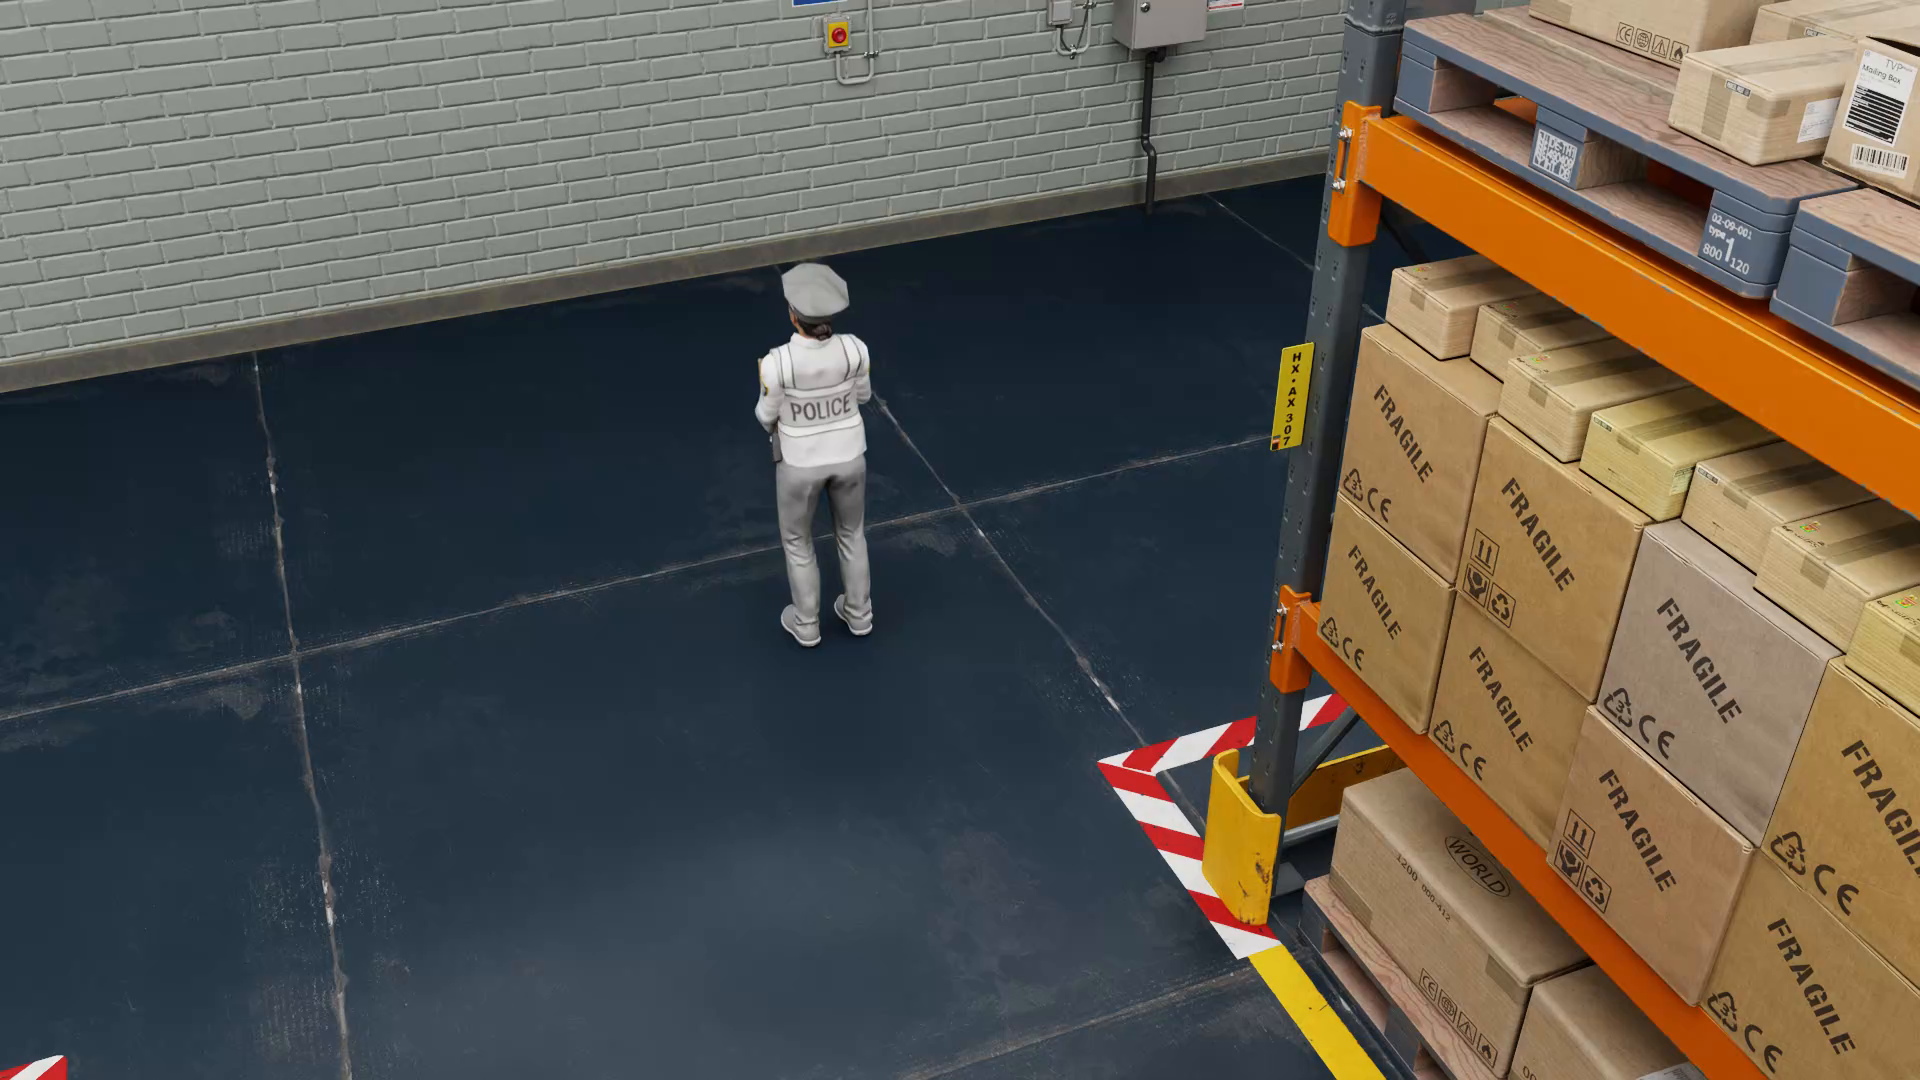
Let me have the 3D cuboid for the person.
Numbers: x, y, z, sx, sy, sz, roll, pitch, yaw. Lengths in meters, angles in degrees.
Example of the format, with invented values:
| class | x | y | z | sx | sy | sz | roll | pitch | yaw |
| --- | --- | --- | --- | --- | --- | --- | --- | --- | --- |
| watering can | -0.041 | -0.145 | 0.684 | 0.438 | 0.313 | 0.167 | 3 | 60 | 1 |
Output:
| class | x | y | z | sx | sy | sz | roll | pitch | yaw |
| --- | --- | --- | --- | --- | --- | --- | --- | --- | --- |
| person | -0.578 | -0.357 | 6.658 | 0.459 | 1.686 | 0.549 | -12 | 36 | -18 |
